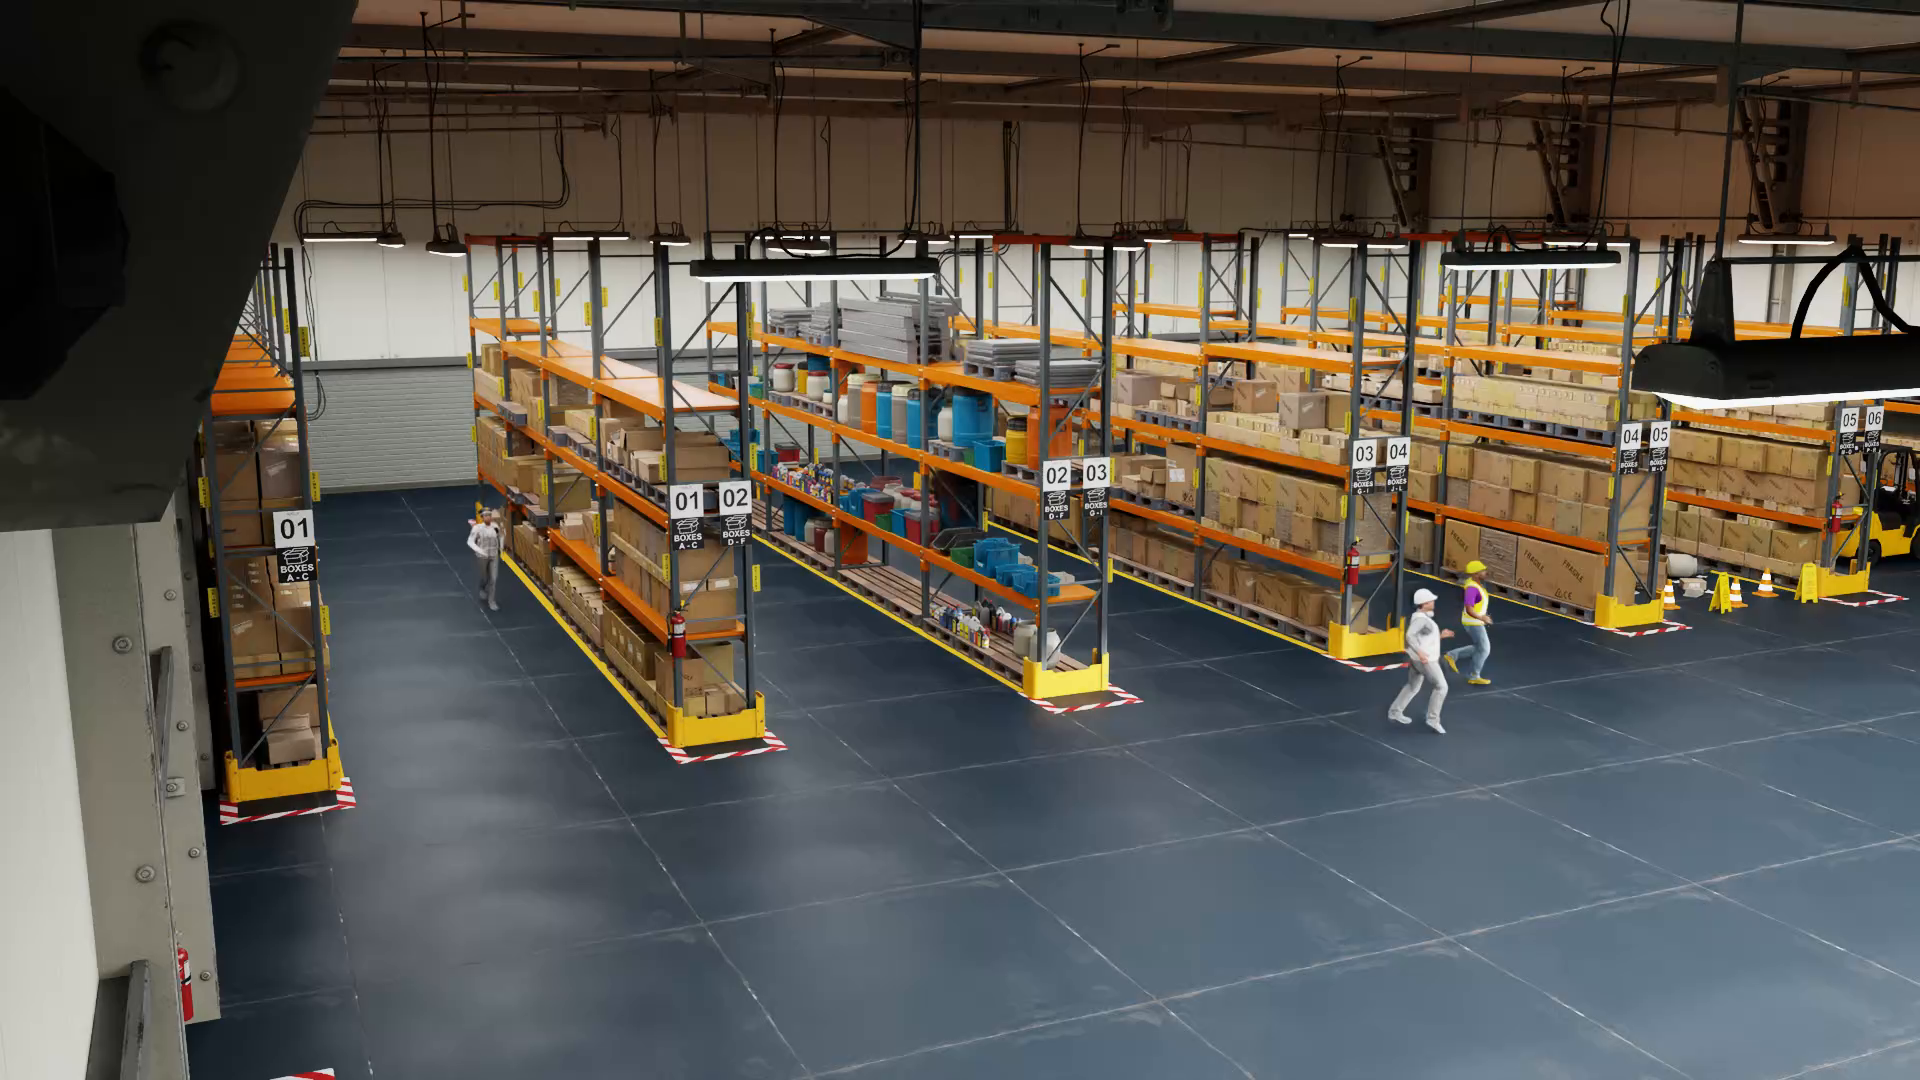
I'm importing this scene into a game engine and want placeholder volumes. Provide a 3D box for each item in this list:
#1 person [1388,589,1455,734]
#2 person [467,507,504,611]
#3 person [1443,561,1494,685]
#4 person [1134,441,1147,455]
[{"bbox_3d":[5.759,1.510,20.704,0.767,1.833,0.625,1,11,3],"label":"person"},{"bbox_3d":[-7.803,0.277,27.340,0.560,1.688,0.785,-6,12,-28],"label":"person"},{"bbox_3d":[6.986,1.123,22.783,0.644,1.722,0.722,3,11,16],"label":"person"},{"bbox_3d":[4.393,-2.693,42.183,1.051,1.768,0.707,-6,12,-27],"label":"person"}]
